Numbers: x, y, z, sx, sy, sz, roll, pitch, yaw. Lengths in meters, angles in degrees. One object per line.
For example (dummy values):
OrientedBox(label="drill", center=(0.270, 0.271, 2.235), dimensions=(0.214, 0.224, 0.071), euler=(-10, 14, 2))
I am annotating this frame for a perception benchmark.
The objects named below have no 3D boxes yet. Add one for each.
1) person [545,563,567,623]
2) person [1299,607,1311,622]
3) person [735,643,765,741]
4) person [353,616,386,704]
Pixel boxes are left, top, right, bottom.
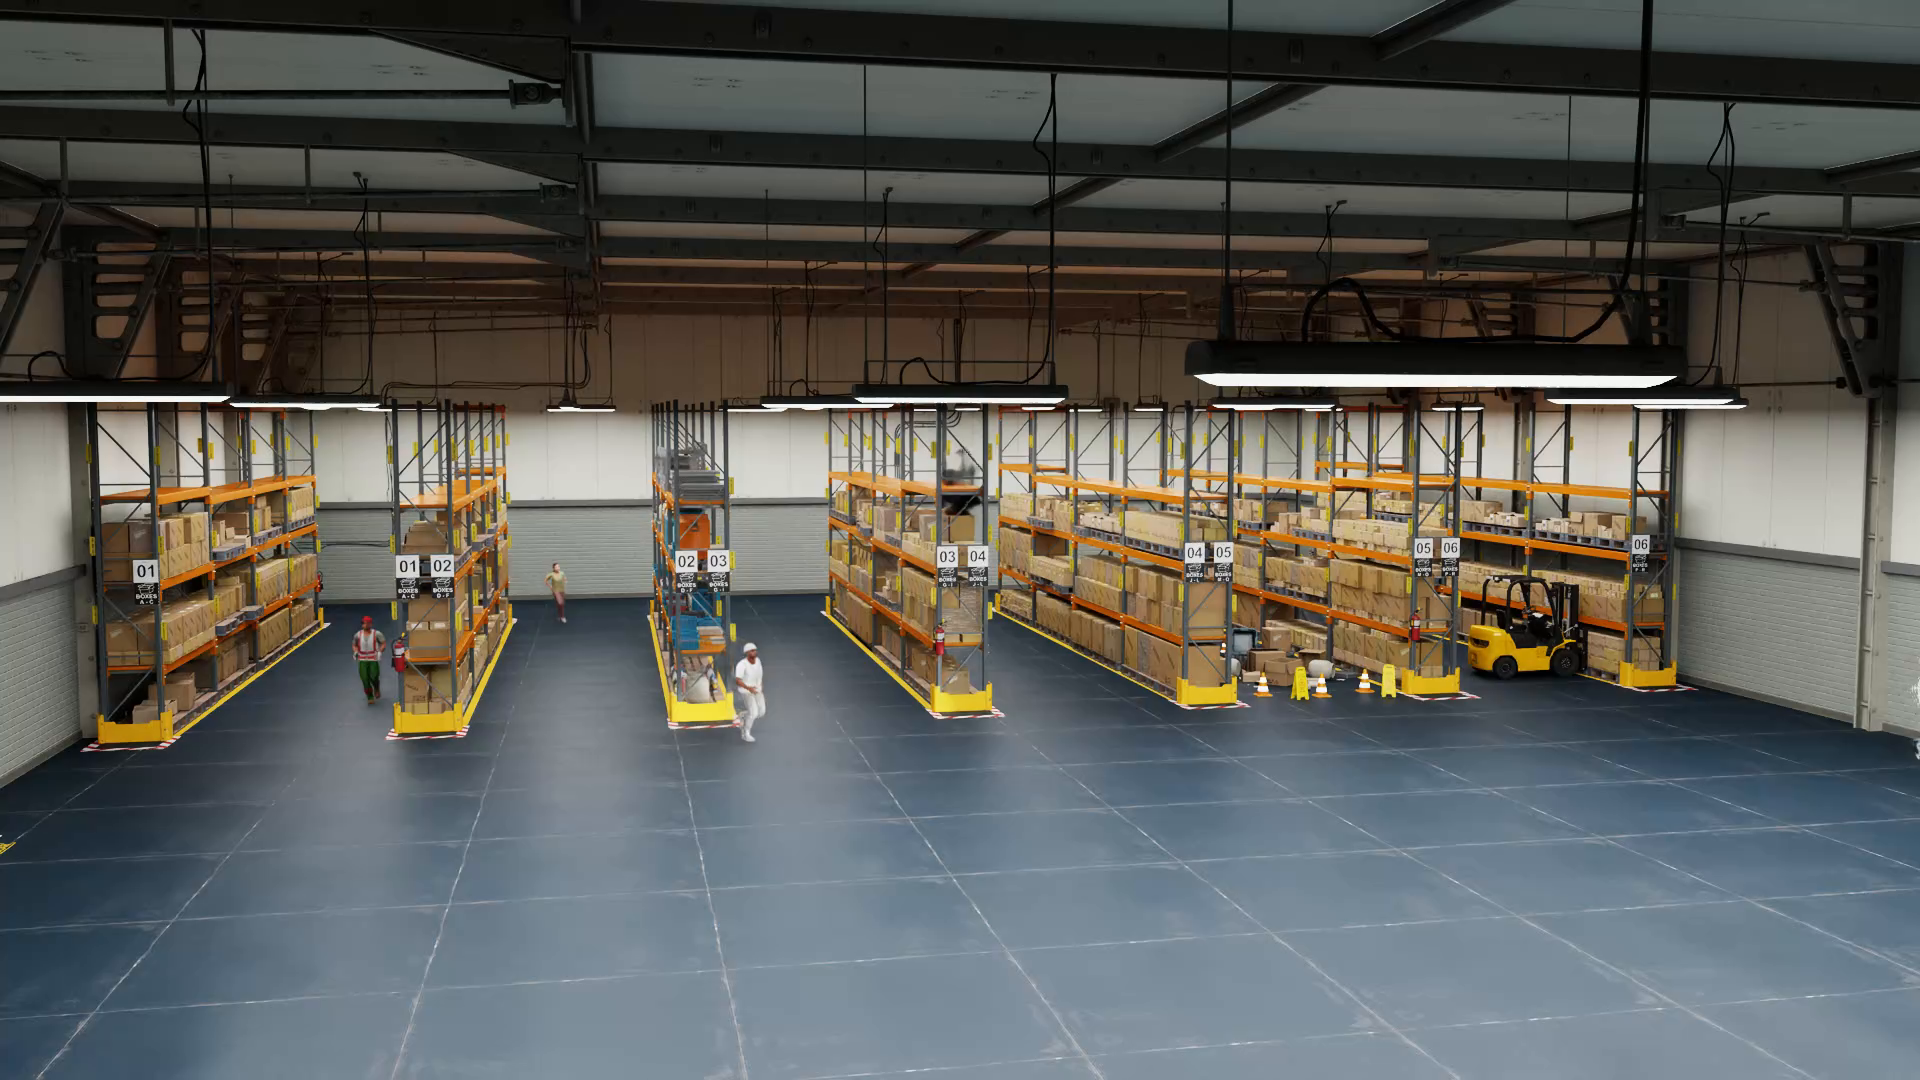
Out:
OrientedBox(label="person", center=(-11.088, 1.457, 45.794), dimensions=(0.573, 1.673, 0.662), euler=(-4, 6, -42))
OrientedBox(label="person", center=(9.172, 1.564, 44.257), dimensions=(0.580, 1.668, 0.921), euler=(-1, 4, -14))
OrientedBox(label="person", center=(-3.688, 2.666, 29.269), dimensions=(0.654, 1.728, 0.721), euler=(3, 5, 34))
OrientedBox(label="person", center=(-11.681, 2.375, 32.858), dimensions=(0.636, 1.741, 0.586), euler=(-1, 4, -9))
